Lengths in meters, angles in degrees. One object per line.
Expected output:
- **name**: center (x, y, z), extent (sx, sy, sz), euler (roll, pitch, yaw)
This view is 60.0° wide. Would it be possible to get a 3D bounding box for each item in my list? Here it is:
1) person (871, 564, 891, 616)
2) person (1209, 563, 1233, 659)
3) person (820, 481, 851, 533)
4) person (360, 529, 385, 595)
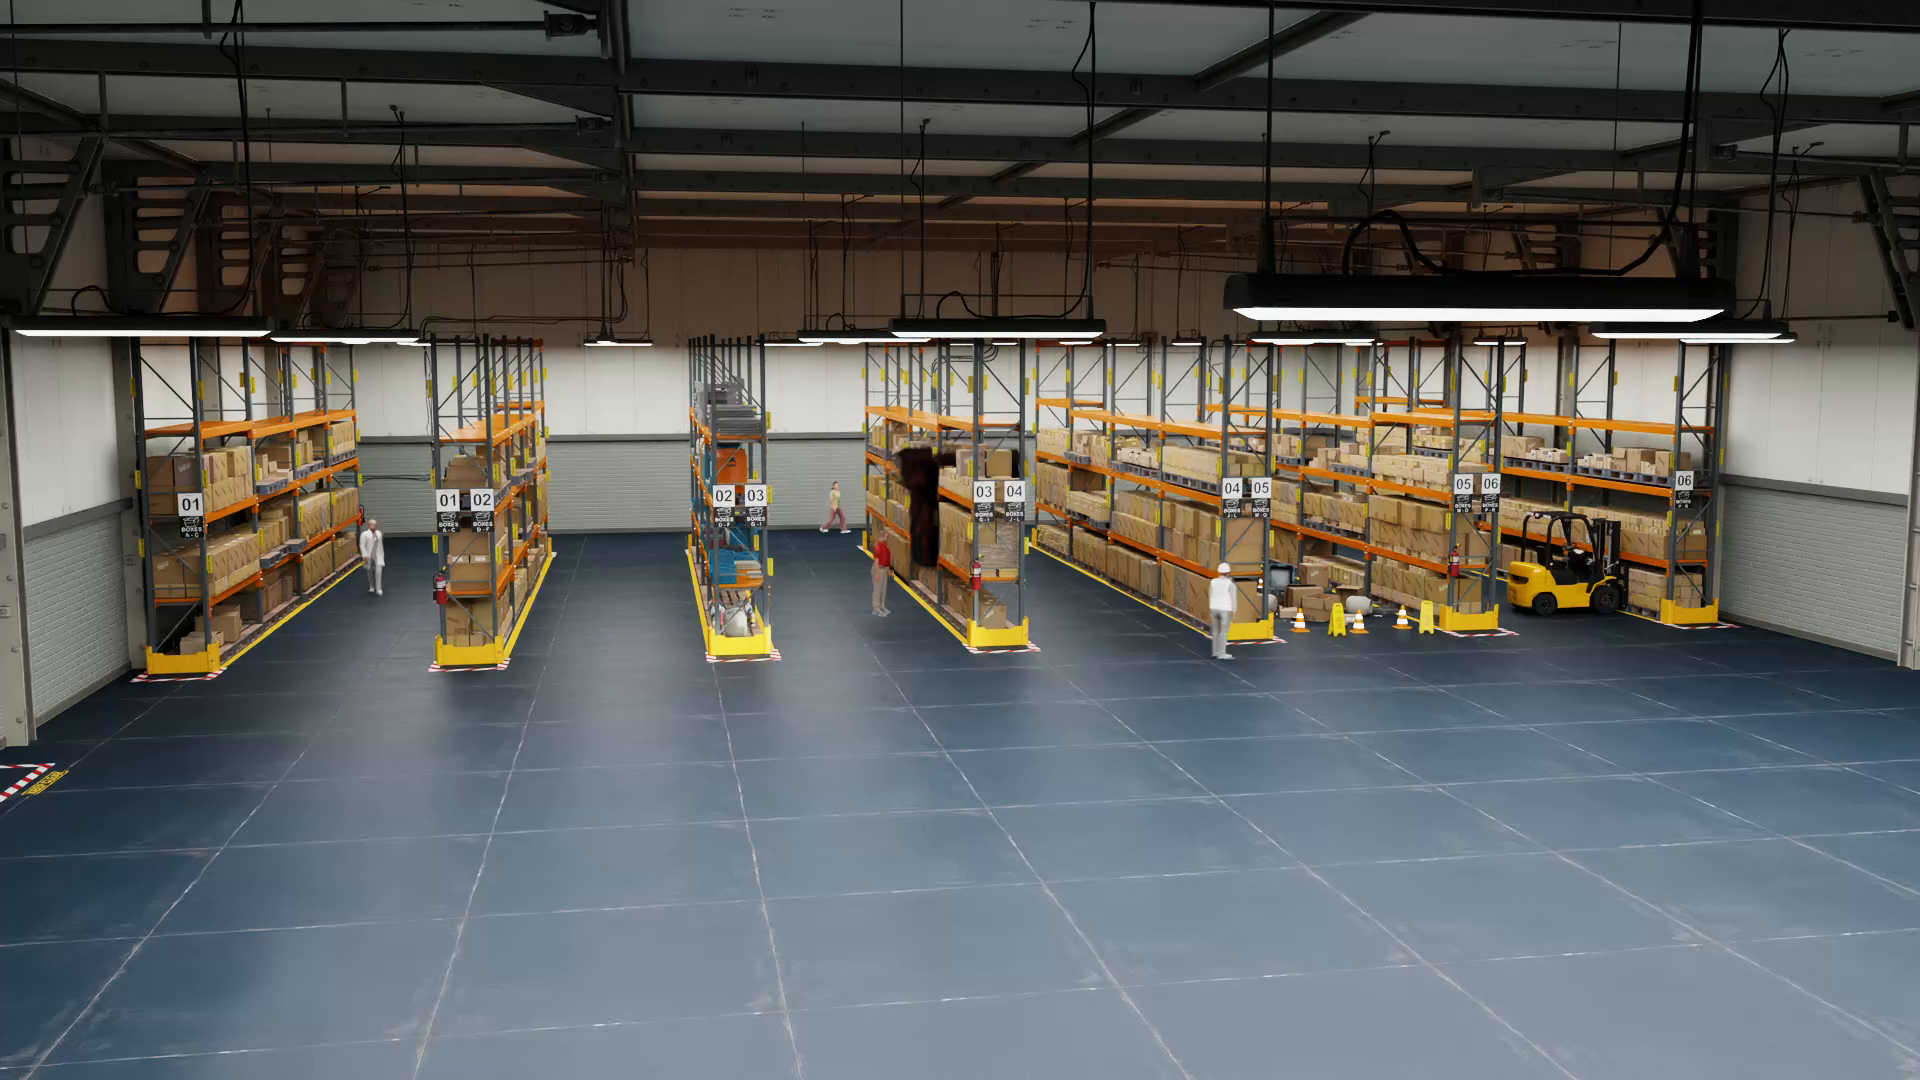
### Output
- **person**: center (-1.615, 0.992, 34.103), extent (0.387, 1.101, 0.413), euler (2, 7, 14)
- **person**: center (4.863, 1.307, 30.838), extent (0.450, 1.783, 0.418), euler (5, 8, 39)
- **person**: center (-3.885, -1.011, 51.735), extent (0.977, 1.624, 0.542), euler (1, 7, 9)
- **person**: center (-13.712, 0.503, 38.817), extent (0.540, 1.528, 1.088), euler (-2, 7, -17)
